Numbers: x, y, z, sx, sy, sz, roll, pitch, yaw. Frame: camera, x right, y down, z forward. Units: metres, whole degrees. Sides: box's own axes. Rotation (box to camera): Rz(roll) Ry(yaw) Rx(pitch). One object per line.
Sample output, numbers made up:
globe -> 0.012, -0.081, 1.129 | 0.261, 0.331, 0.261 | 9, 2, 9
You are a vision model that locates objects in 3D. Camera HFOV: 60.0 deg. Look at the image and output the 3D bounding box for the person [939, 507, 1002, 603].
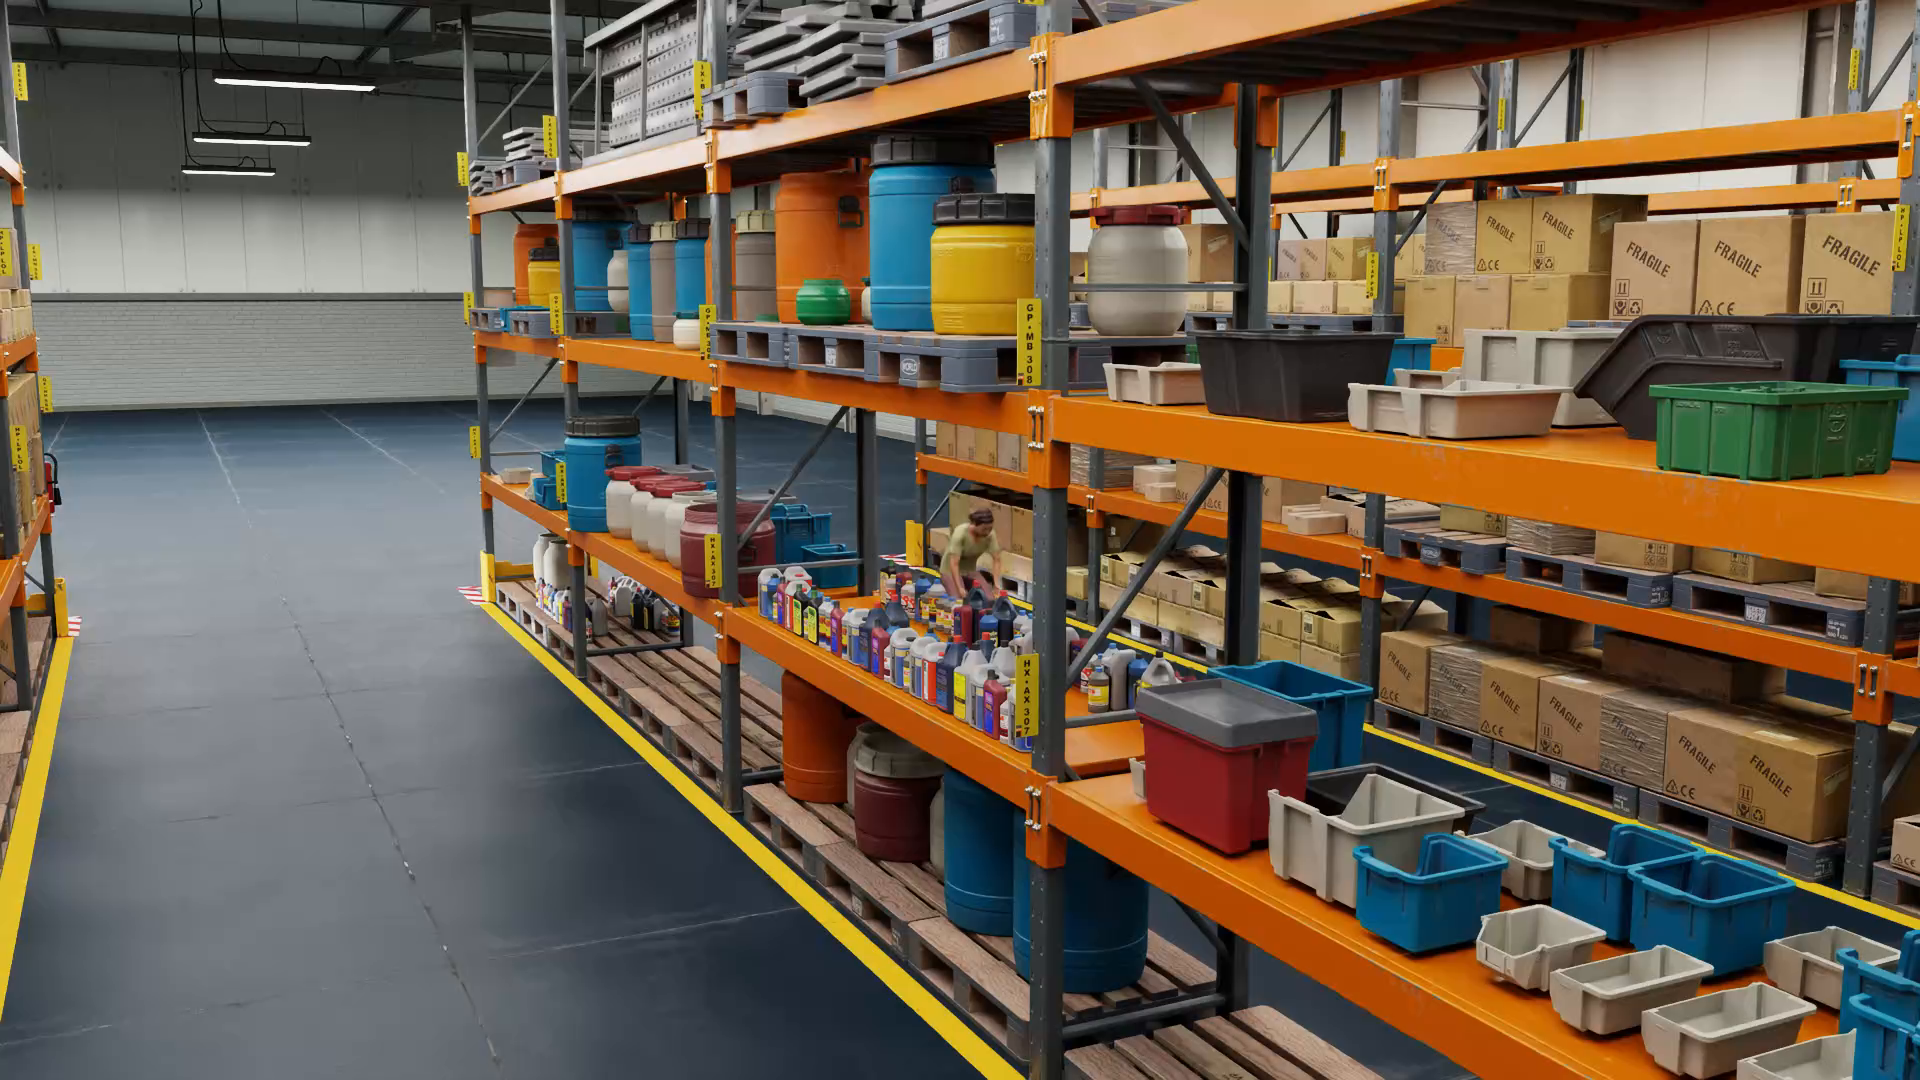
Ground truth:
person -> 0.104, 0.344, 14.738 | 0.511, 1.333, 0.667 | -4, 10, -26
